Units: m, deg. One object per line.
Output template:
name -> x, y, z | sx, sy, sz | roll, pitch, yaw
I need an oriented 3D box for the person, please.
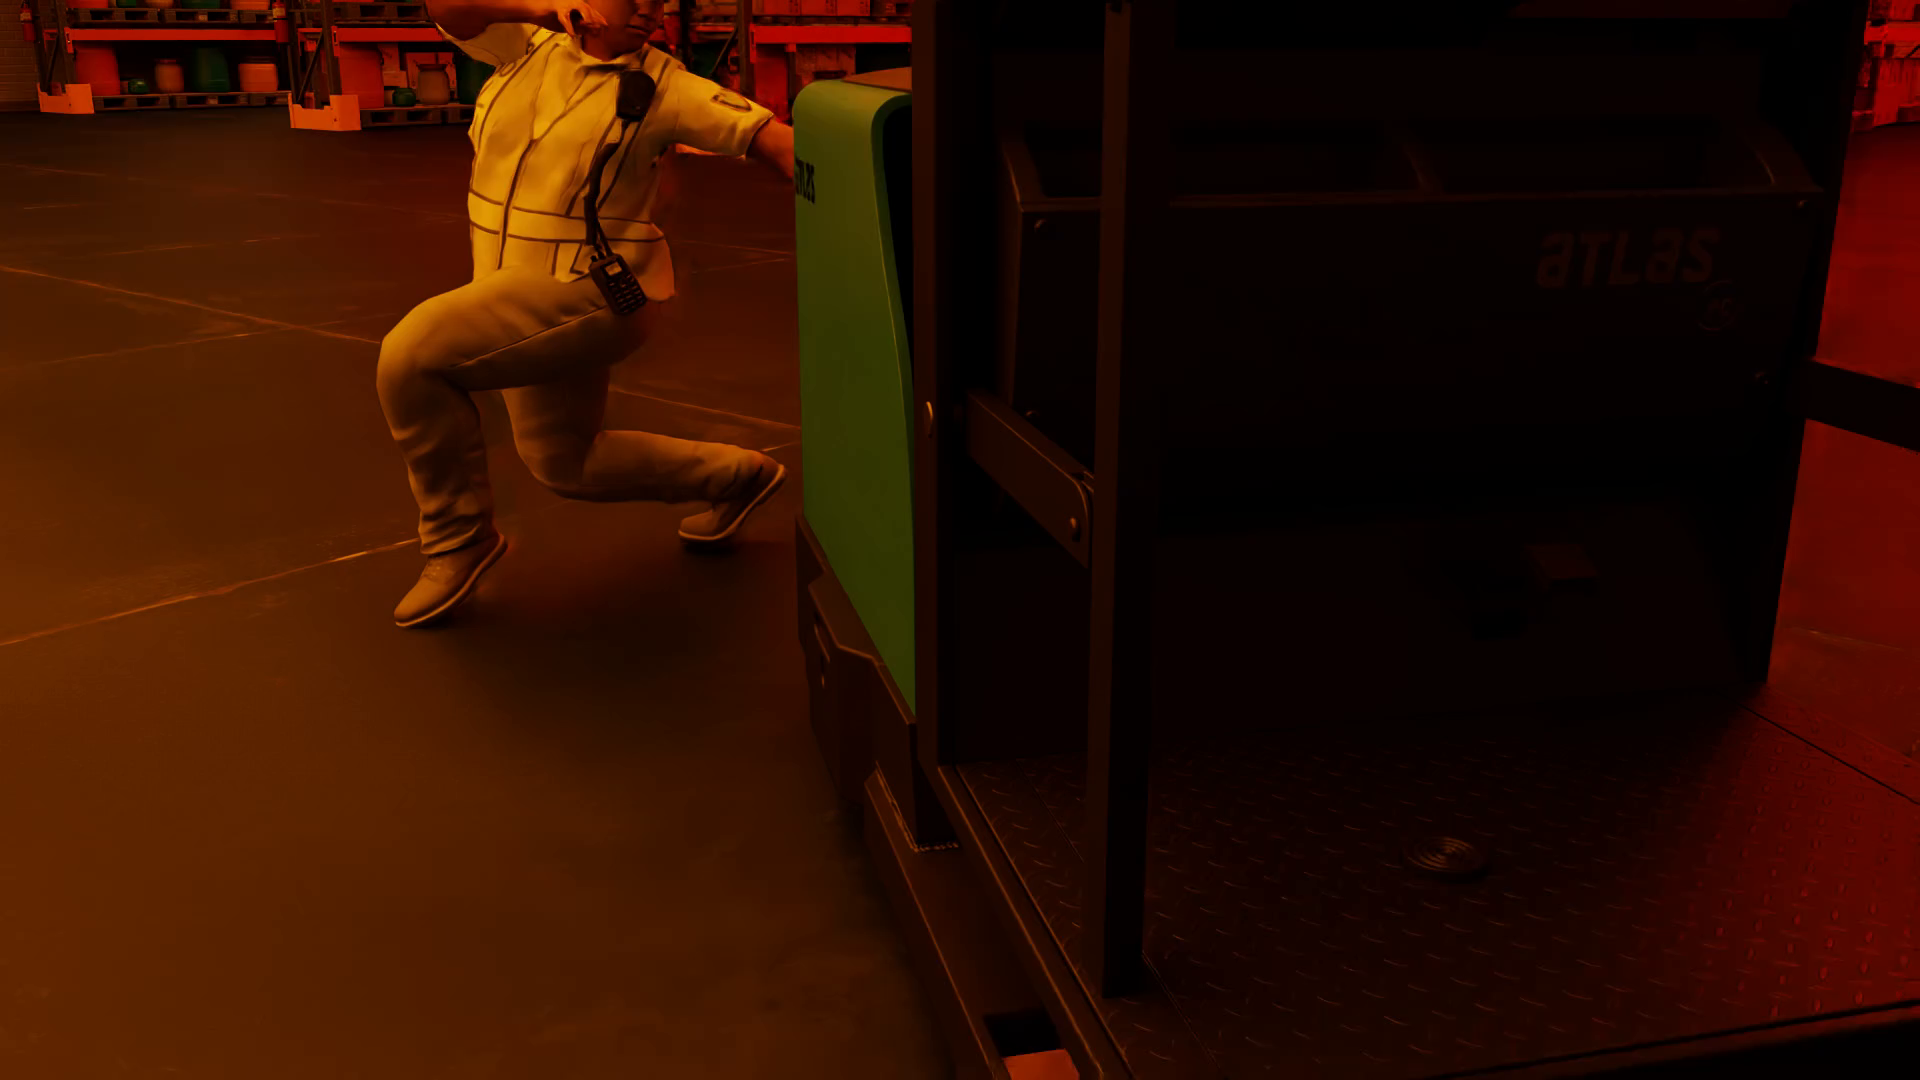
person -> -0.681, -0.541, 3.376 | 0.852, 1.387, 0.950 | 15, 23, 41

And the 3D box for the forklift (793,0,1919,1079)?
forklift -> 0.547, -0.784, 1.479 | 1.130, 2.935, 3.031 | -4, 17, -13
